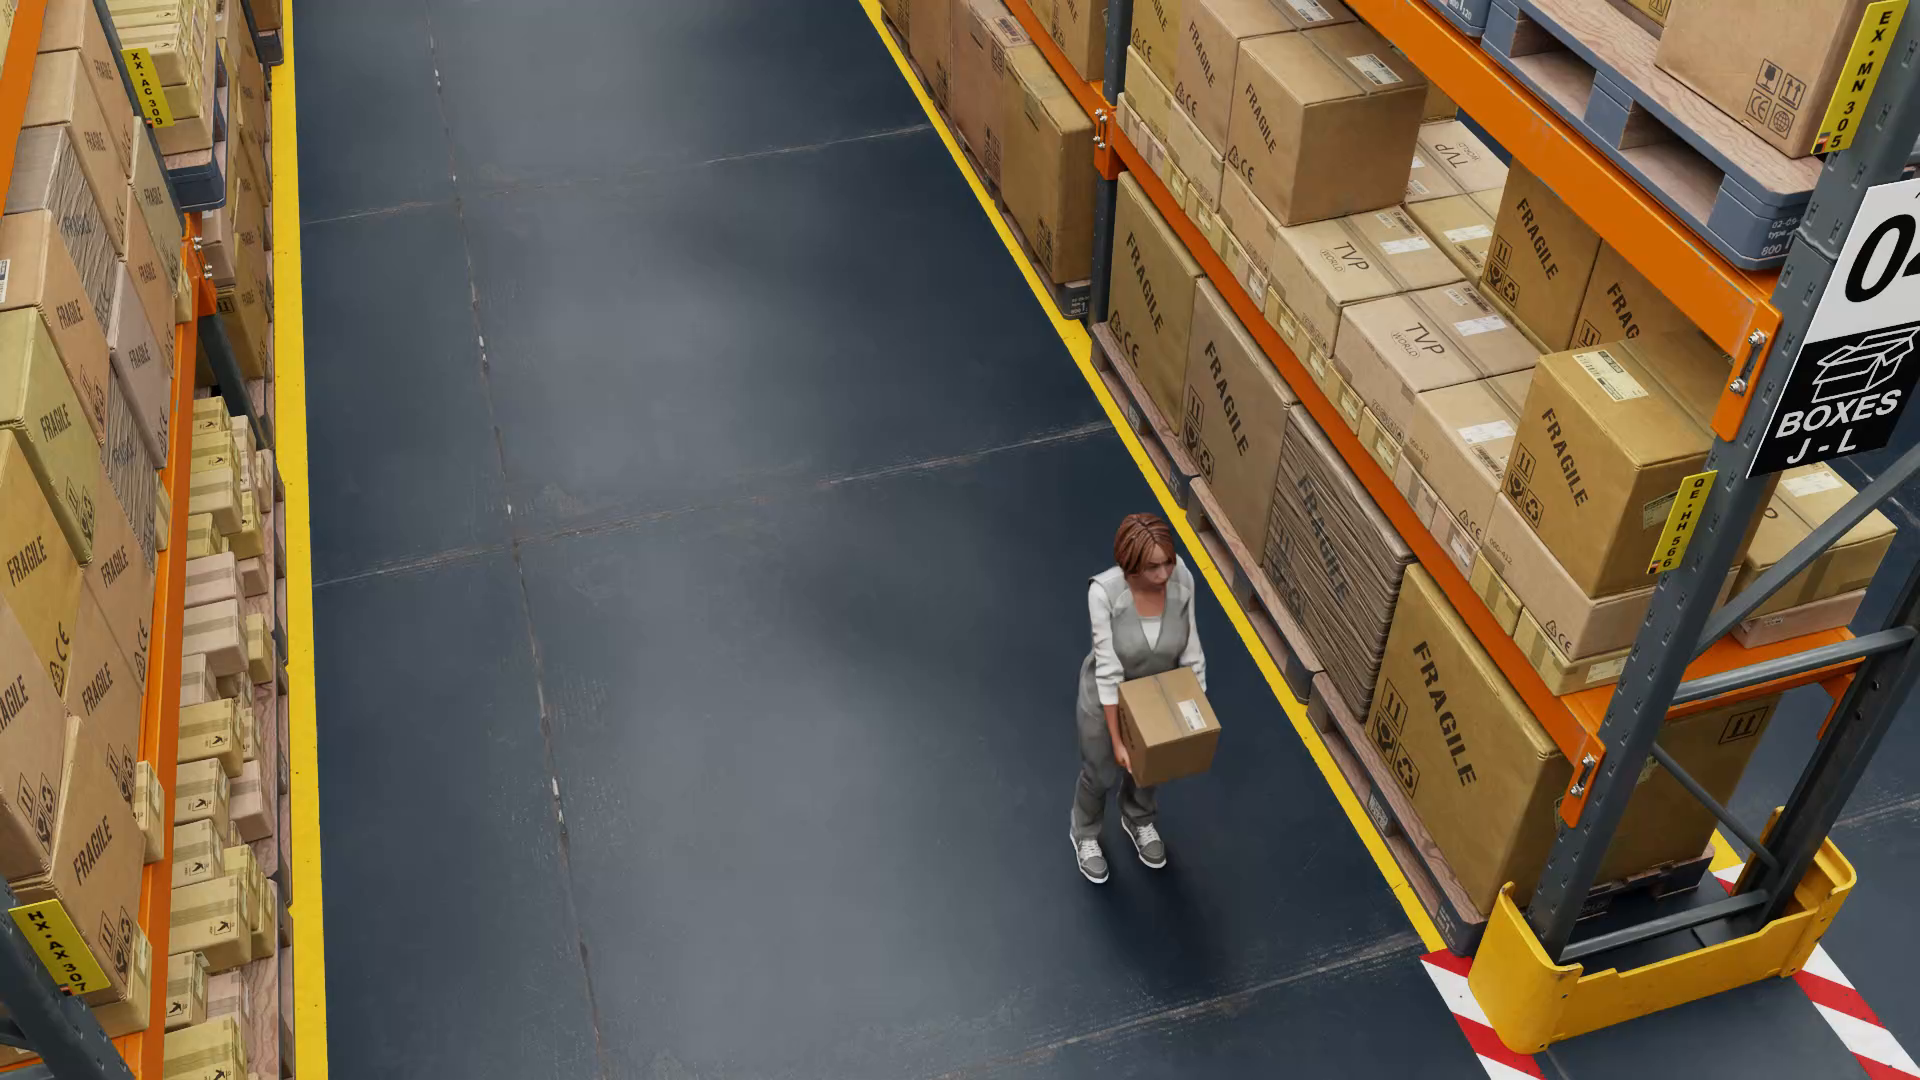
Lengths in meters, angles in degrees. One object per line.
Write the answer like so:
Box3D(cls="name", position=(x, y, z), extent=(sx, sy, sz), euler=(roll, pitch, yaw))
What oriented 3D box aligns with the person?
Box3D(cls="person", position=(0.601, 0.588, 5.538), extent=(0.375, 1.599, 0.496), euler=(-12, 44, -13))
